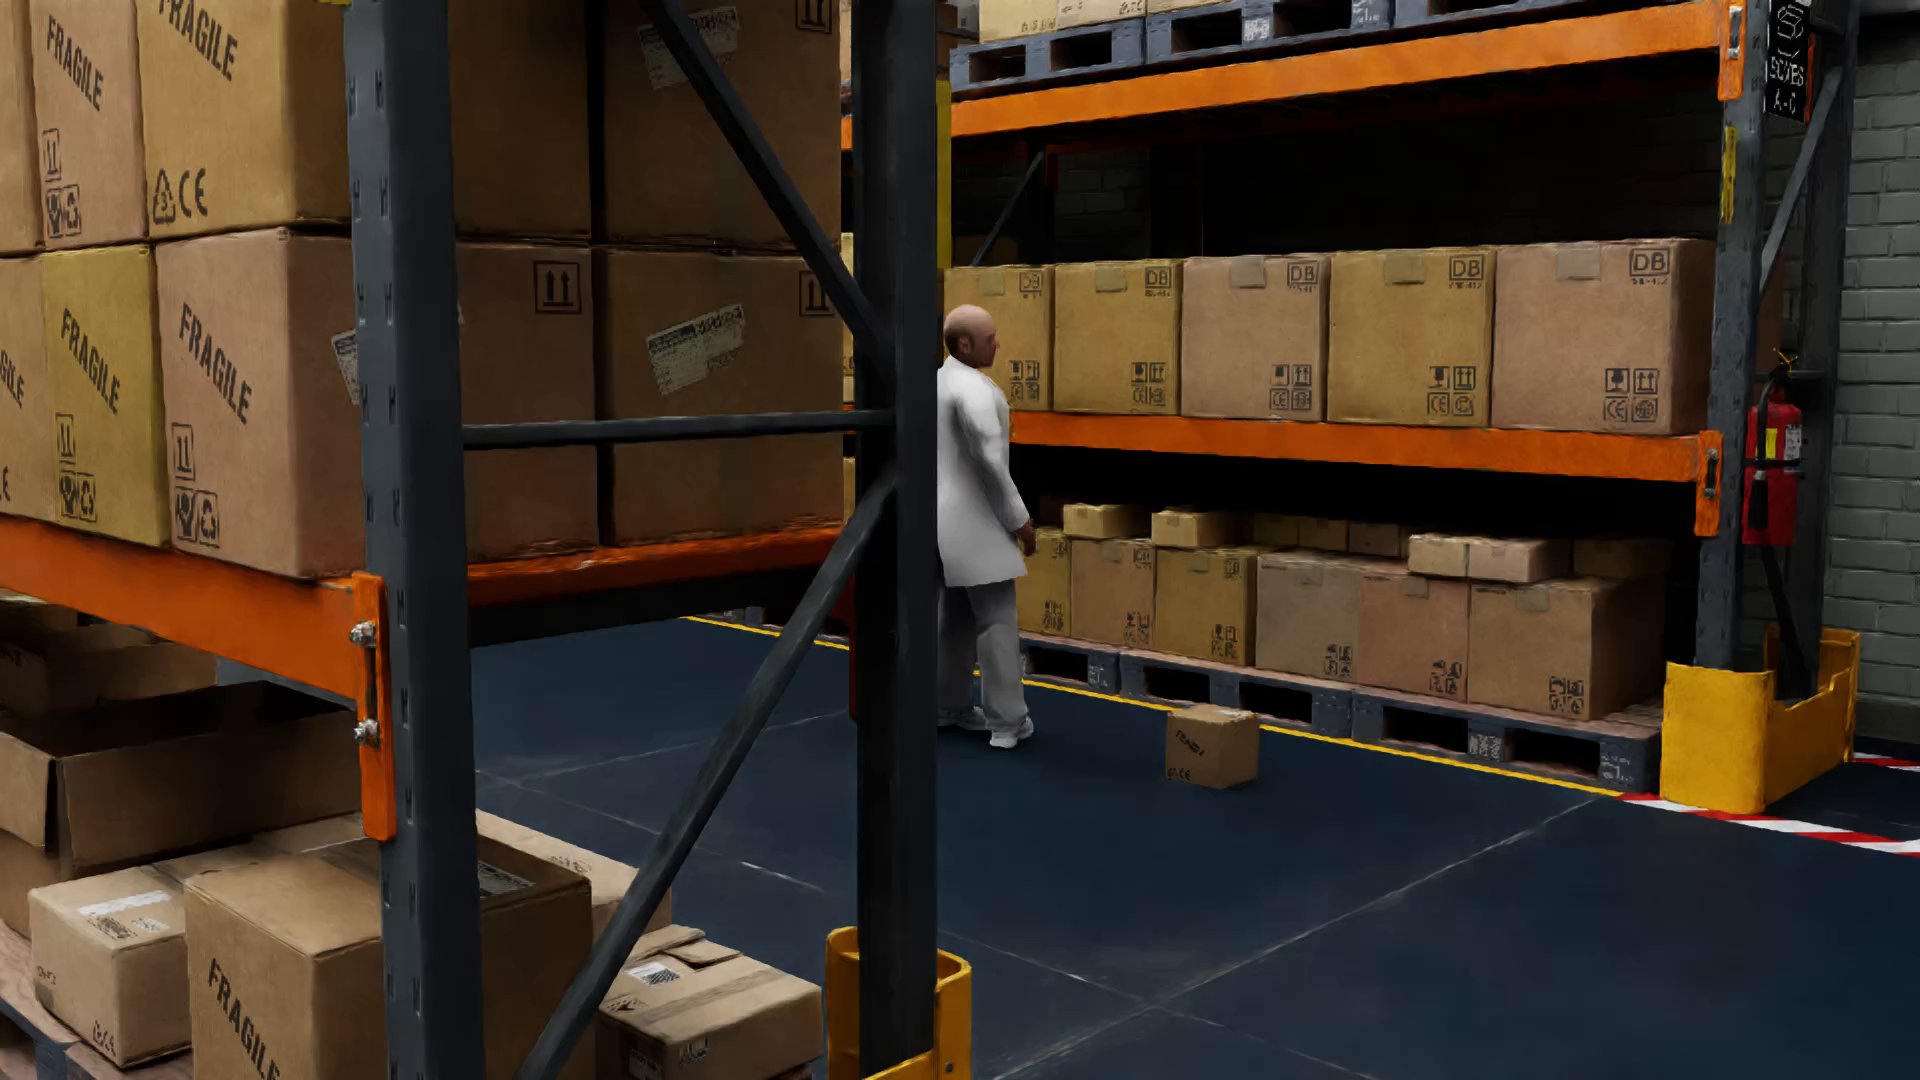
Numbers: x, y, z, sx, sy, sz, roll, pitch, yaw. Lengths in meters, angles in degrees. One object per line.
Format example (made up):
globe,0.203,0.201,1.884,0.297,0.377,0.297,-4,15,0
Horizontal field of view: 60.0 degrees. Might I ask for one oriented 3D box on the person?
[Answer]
person,0.101,-0.053,6.768,0.464,1.788,0.642,-3,7,-22
